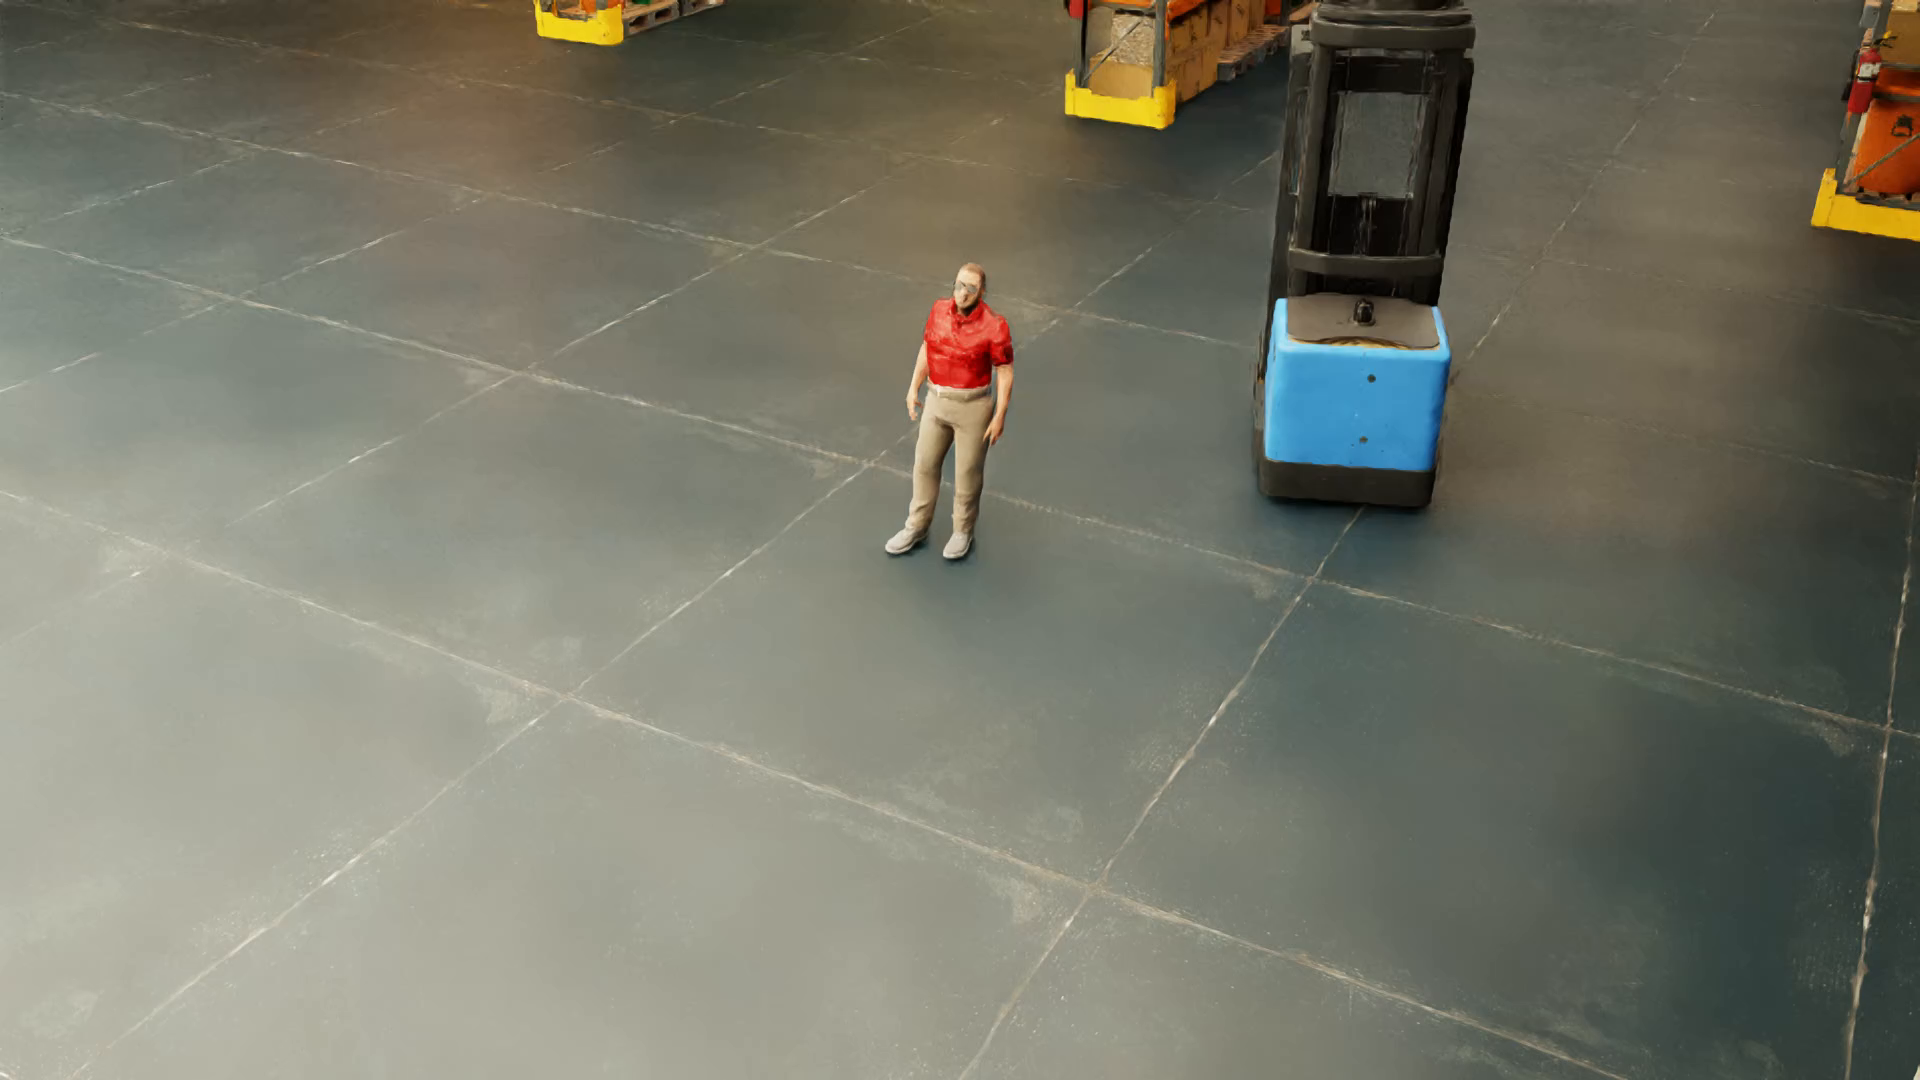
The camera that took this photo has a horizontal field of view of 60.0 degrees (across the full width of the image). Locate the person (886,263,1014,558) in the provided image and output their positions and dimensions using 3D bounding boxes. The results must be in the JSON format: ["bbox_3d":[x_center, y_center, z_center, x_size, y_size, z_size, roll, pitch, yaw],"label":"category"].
[{"bbox_3d":[-0.054,-0.718,9.504,0.640,1.726,0.550,15,33,25],"label":"person"}]

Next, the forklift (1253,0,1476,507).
[{"bbox_3d":[2.616,-2.192,10.869,1.130,2.935,3.031,4,30,8],"label":"forklift"}]
